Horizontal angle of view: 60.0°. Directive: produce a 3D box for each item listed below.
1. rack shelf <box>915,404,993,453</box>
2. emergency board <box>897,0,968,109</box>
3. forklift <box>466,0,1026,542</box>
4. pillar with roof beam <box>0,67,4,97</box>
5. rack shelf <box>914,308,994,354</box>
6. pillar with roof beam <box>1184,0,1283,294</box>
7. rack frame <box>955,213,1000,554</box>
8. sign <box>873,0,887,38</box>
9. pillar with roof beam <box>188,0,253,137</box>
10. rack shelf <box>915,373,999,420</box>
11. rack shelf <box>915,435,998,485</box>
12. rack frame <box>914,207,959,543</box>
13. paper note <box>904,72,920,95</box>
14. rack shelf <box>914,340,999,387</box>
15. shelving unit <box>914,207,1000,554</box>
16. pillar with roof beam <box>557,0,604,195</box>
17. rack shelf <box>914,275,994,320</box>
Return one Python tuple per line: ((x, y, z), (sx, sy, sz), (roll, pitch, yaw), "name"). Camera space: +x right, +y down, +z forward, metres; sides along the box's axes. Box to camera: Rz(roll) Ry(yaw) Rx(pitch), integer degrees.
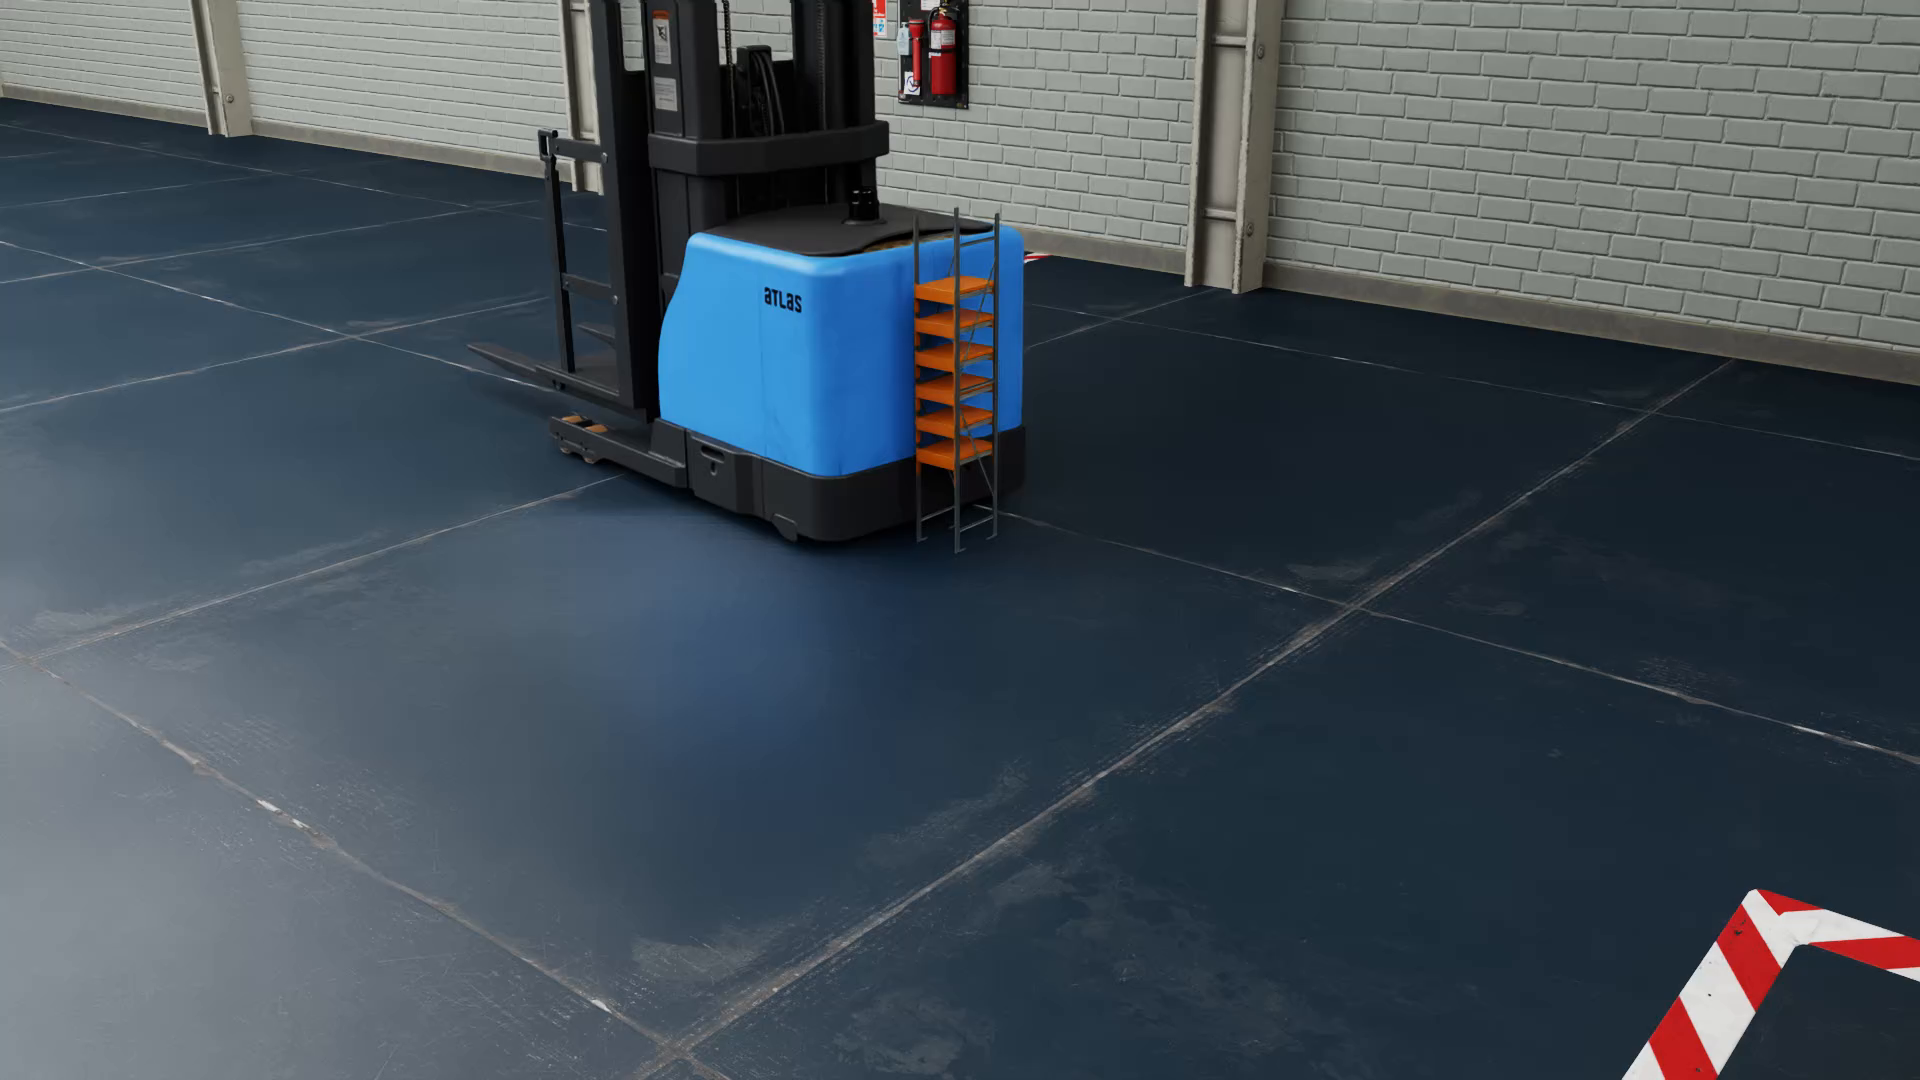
((-0.011, -0.411, 6.023), (0.180, 0.103, 0.258), (16, 26, 36), "rack shelf")
((-0.243, -3.552, 11.337), (0.643, 1.169, 0.194), (16, 26, 36), "emergency board")
((-1.115, -1.799, 6.785), (1.130, 2.935, 3.031), (-18, 27, -40), "forklift")
((-15.019, -8.637, 16.318), (0.400, 9.000, 9.100), (16, 26, 36), "pillar with roof beam")
((-0.011, -0.748, 5.896), (0.180, 0.103, 0.258), (16, 26, 36), "rack shelf")
((-1.074, -4.621, 5.669), (0.400, 9.000, 9.100), (16, 26, 36), "pillar with roof beam")
((0.060, -0.544, 5.911), (0.006, 1.200, 0.240), (16, 26, 36), "rack frame")
((-0.606, -3.721, 11.733), (0.234, 0.329, 0.001), (16, 26, 36), "sign")
((-10.371, -7.298, 12.768), (0.400, 9.000, 9.100), (16, 26, 36), "pillar with roof beam")
((-0.011, -0.523, 5.981), (0.180, 0.103, 0.258), (16, 26, 36), "rack shelf")
((-0.011, -0.298, 6.065), (0.180, 0.103, 0.258), (16, 26, 36), "rack shelf")
((-0.082, -0.585, 6.019), (0.006, 1.200, 0.240), (16, 26, 36), "rack frame")
((-0.336, -3.199, 11.648), (0.142, 0.148, 0.016), (16, 26, 36), "paper note")
((-0.011, -0.635, 5.938), (0.180, 0.103, 0.258), (16, 26, 36), "rack shelf")
((-0.011, -0.565, 5.965), (0.189, 1.200, 0.258), (16, 26, 36), "shelving unit")
((-5.723, -5.960, 9.218), (0.400, 9.000, 9.100), (16, 26, 36), "pillar with roof beam")
((-0.011, -0.860, 5.854), (0.180, 0.103, 0.258), (16, 26, 36), "rack shelf")
